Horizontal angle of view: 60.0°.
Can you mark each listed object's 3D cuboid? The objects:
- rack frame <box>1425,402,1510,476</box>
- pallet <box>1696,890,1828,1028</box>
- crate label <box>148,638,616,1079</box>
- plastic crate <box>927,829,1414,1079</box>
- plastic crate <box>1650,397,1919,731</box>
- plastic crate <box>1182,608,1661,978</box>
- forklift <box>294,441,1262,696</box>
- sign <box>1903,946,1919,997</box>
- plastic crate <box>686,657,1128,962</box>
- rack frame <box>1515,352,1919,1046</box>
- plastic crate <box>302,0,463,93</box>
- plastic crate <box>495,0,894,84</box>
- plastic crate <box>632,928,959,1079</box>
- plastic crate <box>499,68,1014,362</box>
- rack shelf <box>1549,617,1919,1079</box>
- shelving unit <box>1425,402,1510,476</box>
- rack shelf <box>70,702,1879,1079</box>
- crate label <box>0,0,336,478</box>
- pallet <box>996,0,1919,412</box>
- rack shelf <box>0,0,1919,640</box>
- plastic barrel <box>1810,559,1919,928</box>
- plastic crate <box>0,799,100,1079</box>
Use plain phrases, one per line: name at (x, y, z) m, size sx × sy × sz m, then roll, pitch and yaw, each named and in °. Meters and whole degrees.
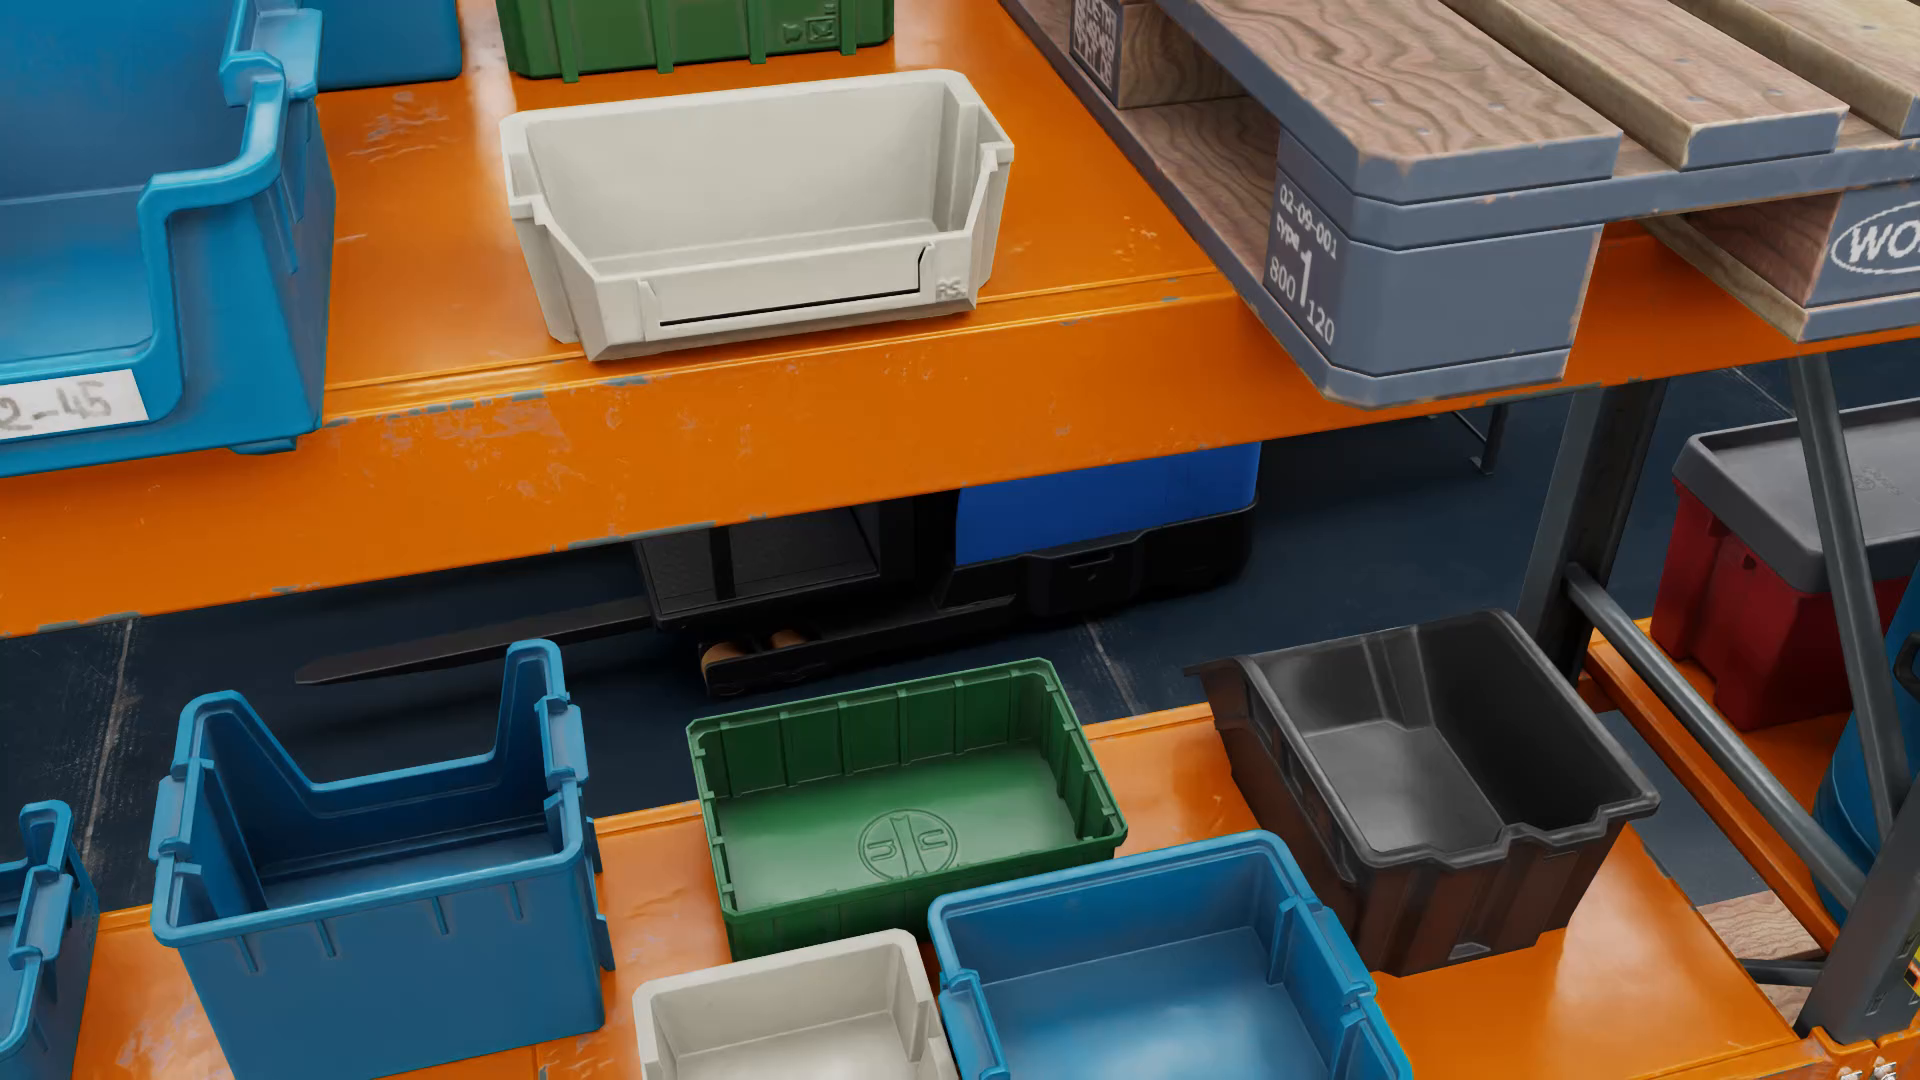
rack frame at (1.852, -0.976, 5.791) m, size 0.032 × 1.500 × 0.500 m, roll -11°, pitch 39°, yaw -14°
pallet at (2.031, 1.296, 3.882) m, size 1.213 × 0.211 × 1.003 m, roll -9°, pitch 38°, yaw -12°
crate label at (-0.872, 0.505, 2.592) m, size 0.616 × 0.435 × 0.502 m, roll -9°, pitch 38°, yaw -12°
plastic crate at (0.286, 0.729, 2.451) m, size 0.616 × 0.251 × 0.499 m, roll -9°, pitch 38°, yaw -12°
plastic crate at (1.671, 0.054, 3.158) m, size 0.583 × 0.464 × 0.402 m, roll -9°, pitch 38°, yaw -12°
plastic crate at (0.745, 0.368, 2.851) m, size 0.504 × 0.338 × 0.767 m, roll -9°, pitch 38°, yaw -12°
forklift at (-0.598, -1.046, 4.705) m, size 3.031 × 2.935 × 1.130 m, roll -11°, pitch 39°, yaw -14°
sign at (1.416, 0.550, 2.335) m, size 0.005 × 0.325 × 0.100 m, roll -9°, pitch 38°, yaw -12°
plastic crate at (-0.101, 0.469, 2.843) m, size 0.662 × 0.188 × 0.450 m, roll -9°, pitch 38°, yaw -12°
rack frame at (1.283, 0.335, 2.843) m, size 0.127 × 3.000 × 1.000 m, roll -9°, pitch 38°, yaw -12°
plastic crate at (-0.816, -0.695, 1.734) m, size 0.575 × 0.384 × 0.392 m, roll -9°, pitch 38°, yaw -12°
plastic crate at (-0.311, -0.682, 1.878) m, size 0.450 × 0.188 × 0.336 m, roll -9°, pitch 38°, yaw -12°
plastic crate at (-0.218, 0.846, 2.393) m, size 0.437 × 0.136 × 0.530 m, roll -9°, pitch 38°, yaw -12°
plastic crate at (-0.161, -0.260, 1.369) m, size 0.396 × 0.136 × 0.243 m, roll -9°, pitch 38°, yaw -12°
rack shelf at (3.214, 0.304, 3.476) m, size 4.000 × 0.370 × 1.077 m, roll -9°, pitch 38°, yaw -12°
shelving unit at (1.368, -0.880, 5.666) m, size 1.048 × 1.500 × 0.538 m, roll -11°, pitch 39°, yaw -14°
rack shelf at (-0.648, 0.938, 2.647) m, size 4.000 × 0.370 × 1.077 m, roll -9°, pitch 38°, yaw -12°
crate label at (-0.685, -0.266, 1.283) m, size 0.408 × 0.251 × 0.502 m, roll -9°, pitch 38°, yaw -12°
pallet at (0.612, -0.609, 1.765) m, size 1.003 × 0.211 × 1.213 m, roll -9°, pitch 38°, yaw -12°
rack shelf at (-0.648, -0.254, 1.736) m, size 4.000 × 0.370 × 1.077 m, roll -9°, pitch 38°, yaw -12°
plastic barrel at (1.735, 0.253, 2.538) m, size 0.708 × 0.901 × 0.600 m, roll -9°, pitch 38°, yaw -12°
plastic crate at (-1.545, 0.674, 2.523) m, size 0.408 × 0.251 × 0.499 m, roll -9°, pitch 38°, yaw -12°
